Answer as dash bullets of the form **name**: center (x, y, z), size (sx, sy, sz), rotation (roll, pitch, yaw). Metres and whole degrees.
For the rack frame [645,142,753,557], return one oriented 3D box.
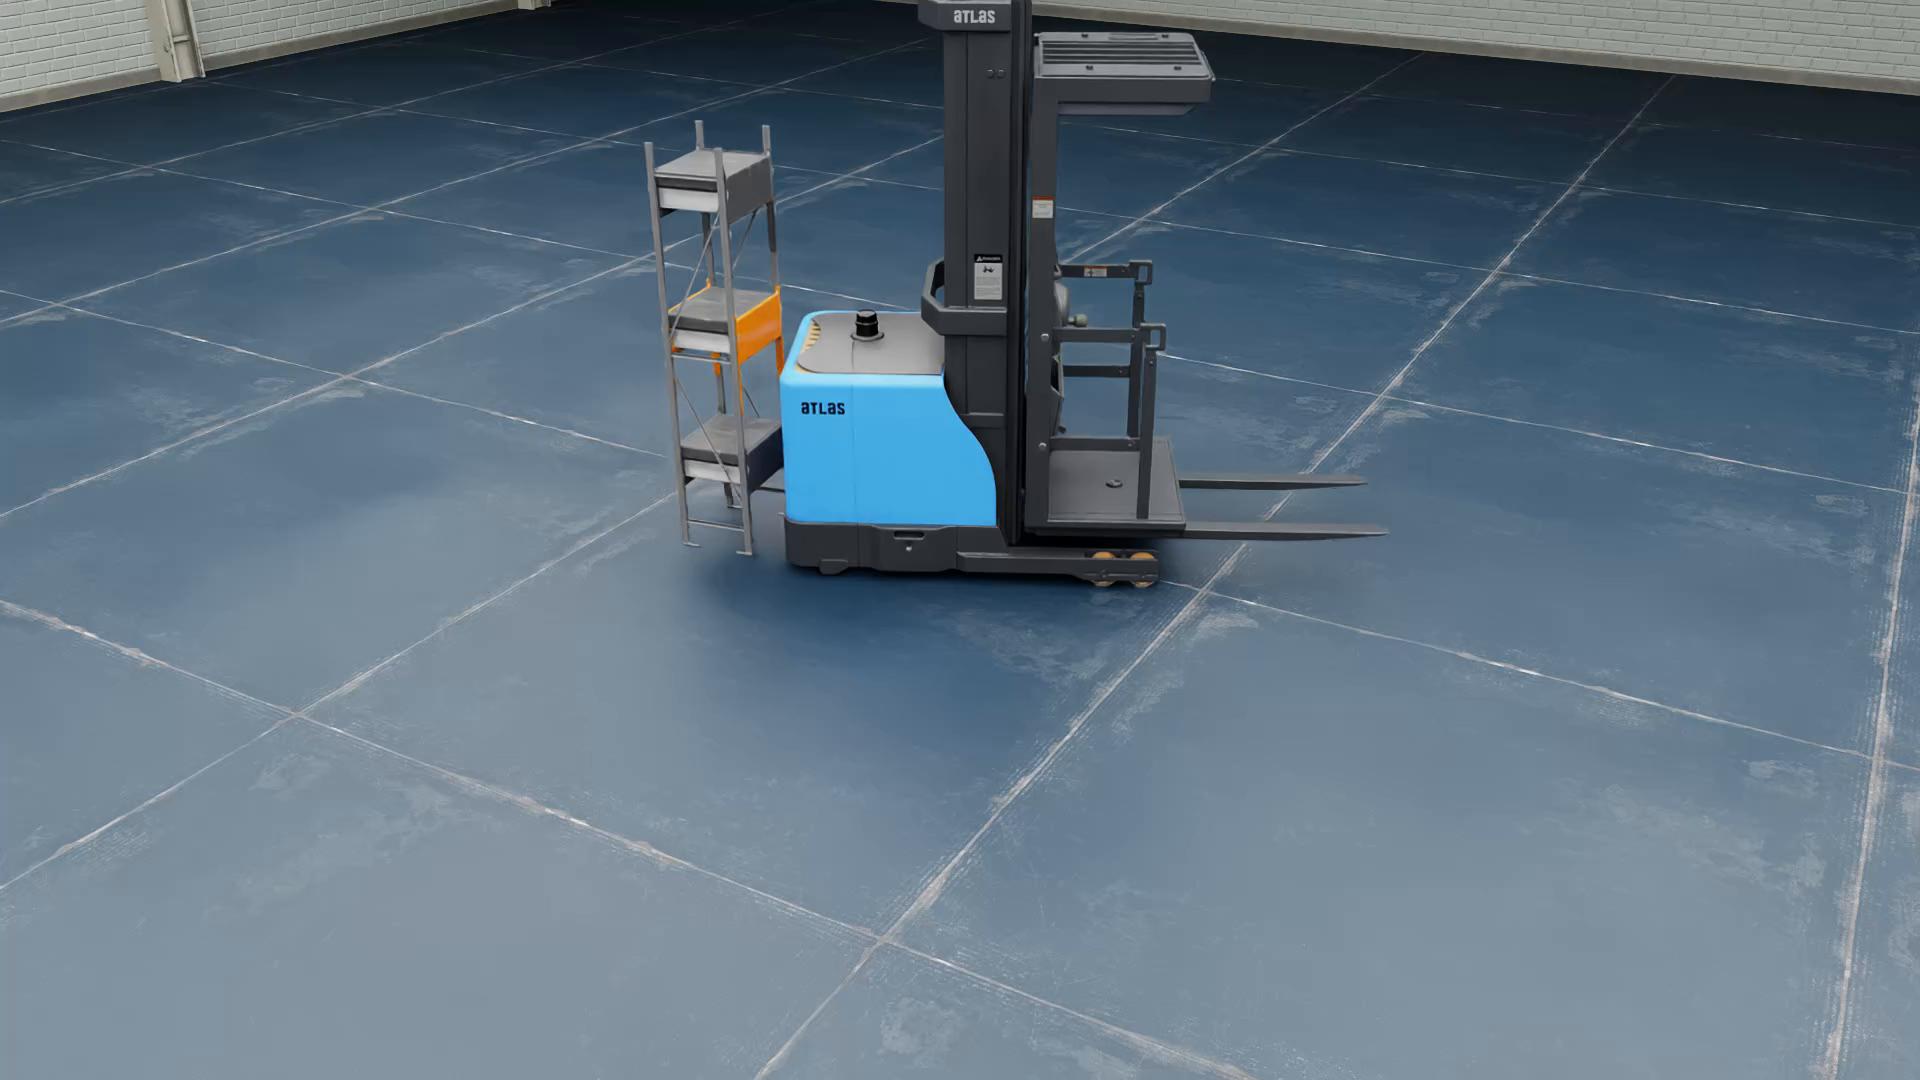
- **rack frame**: center (-1.271, -0.888, 8.172), size (0.400, 2.100, 0.015), rotation (9, 28, 19)

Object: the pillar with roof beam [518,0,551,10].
- **pillar with roof beam**: center (-2.482, -10.874, 20.420), size (9.100, 9.000, 0.400), rotation (14, 30, 26)

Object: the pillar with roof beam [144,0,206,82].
- **pillar with roof beam**: center (-5.433, -8.536, 15.749), size (9.100, 9.000, 0.400), rotation (14, 30, 26)

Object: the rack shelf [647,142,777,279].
- **rack shelf**: center (-1.194, -1.606, 8.072), size (0.431, 0.518, 0.480), rotation (9, 28, 19)

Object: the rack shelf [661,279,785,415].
- **rack shelf**: center (-1.185, -0.978, 8.382), size (0.431, 0.518, 0.480), rotation (9, 28, 19)

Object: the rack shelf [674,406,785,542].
- **rack shelf**: center (-1.176, -0.351, 8.692), size (0.431, 0.518, 0.480), rotation (9, 28, 19)

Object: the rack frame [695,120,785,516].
- **rack frame**: center (-1.099, -1.093, 8.580), size (0.400, 2.100, 0.015), rotation (9, 28, 19)

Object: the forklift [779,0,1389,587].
- **forklift**: center (0.650, -1.322, 8.117), size (3.031, 2.935, 1.130), rotation (1, 27, 2)

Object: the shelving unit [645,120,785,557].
- **shelving unit**: center (-1.185, -0.990, 8.376), size (0.431, 2.100, 0.503), rotation (9, 28, 19)
